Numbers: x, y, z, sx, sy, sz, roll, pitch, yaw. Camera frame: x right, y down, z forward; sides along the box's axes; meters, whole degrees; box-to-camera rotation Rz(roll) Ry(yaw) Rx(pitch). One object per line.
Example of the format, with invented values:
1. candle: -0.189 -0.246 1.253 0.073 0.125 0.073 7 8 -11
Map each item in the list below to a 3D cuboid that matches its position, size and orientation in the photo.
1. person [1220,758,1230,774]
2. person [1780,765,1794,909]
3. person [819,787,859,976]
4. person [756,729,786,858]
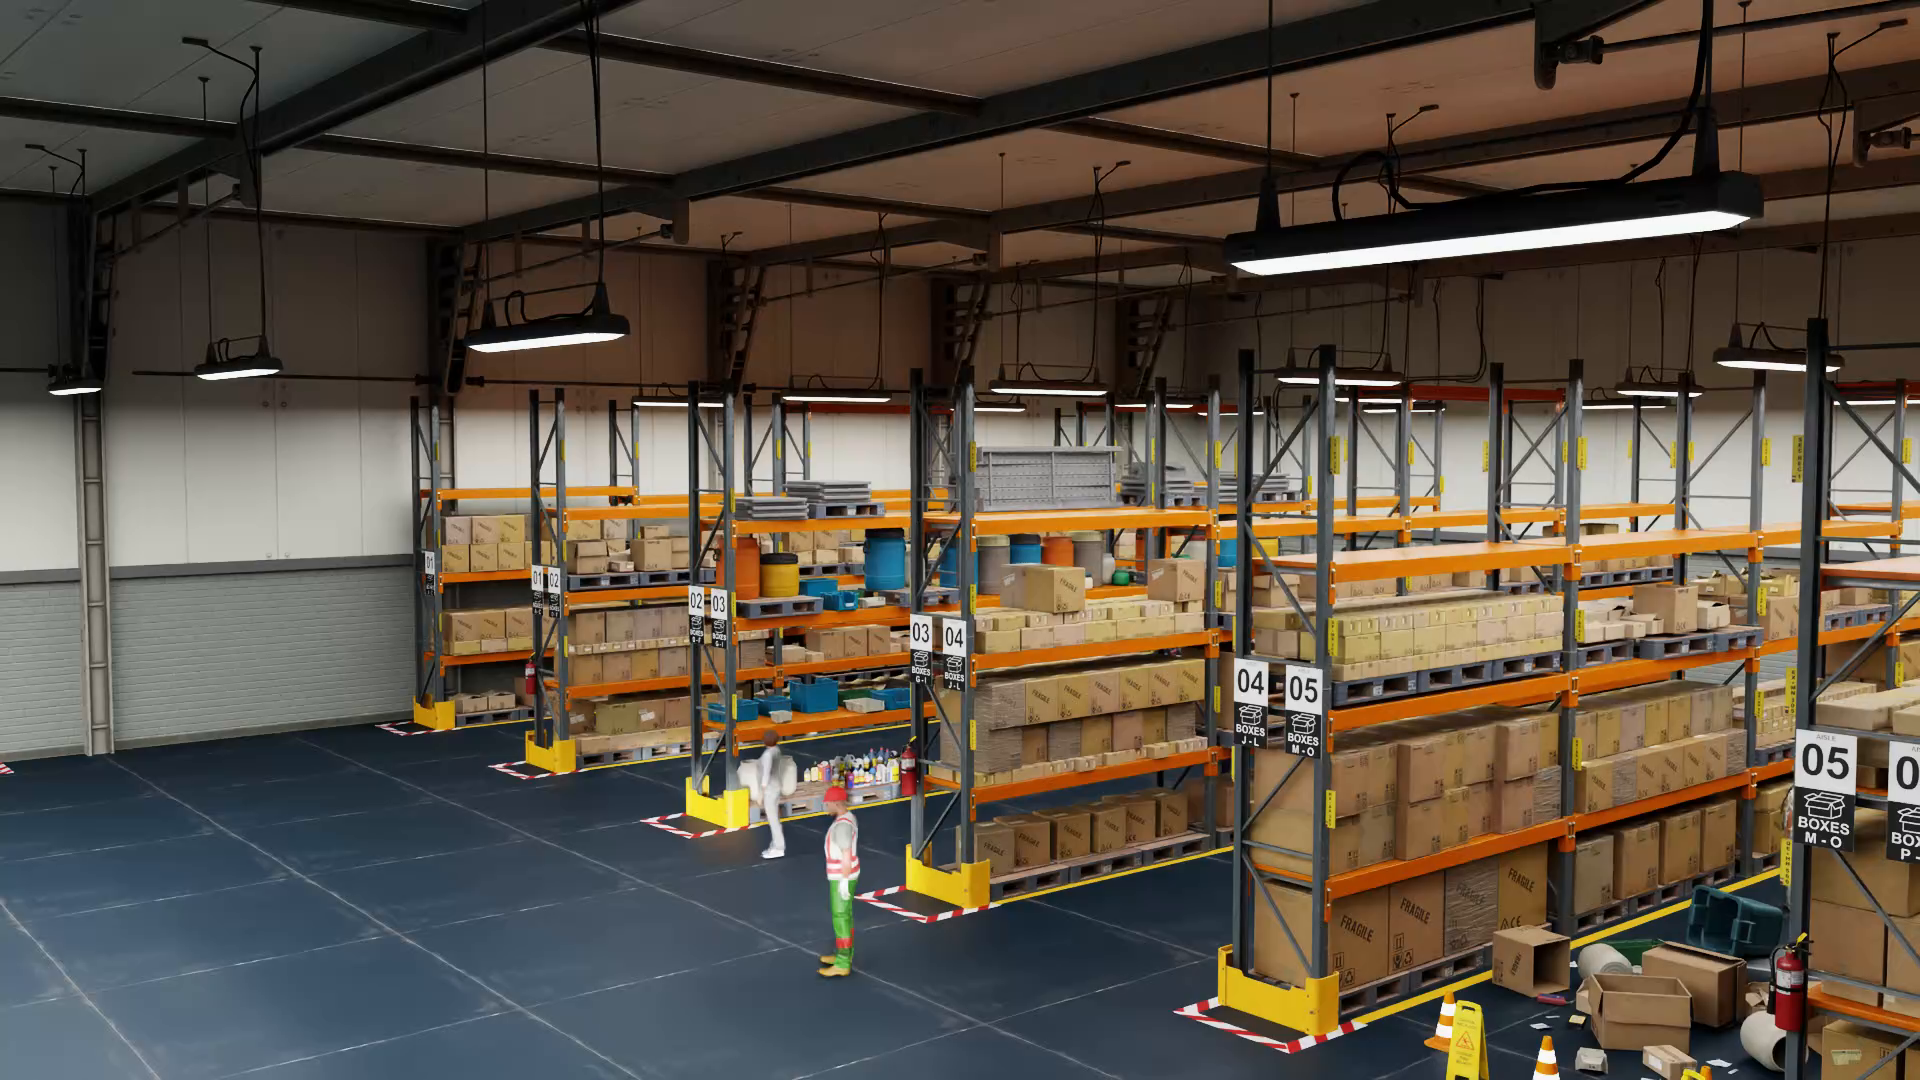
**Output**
1. person: 3.817 2.913 24.770 0.530 1.713 0.527 0 3 4
2. person: 9.397 3.248 18.522 0.500 1.654 0.545 0 3 8
3. person: -1.186 3.302 16.279 0.402 1.782 0.611 0 3 1
4. person: -2.349 3.150 20.673 0.363 1.621 0.466 0 3 2
